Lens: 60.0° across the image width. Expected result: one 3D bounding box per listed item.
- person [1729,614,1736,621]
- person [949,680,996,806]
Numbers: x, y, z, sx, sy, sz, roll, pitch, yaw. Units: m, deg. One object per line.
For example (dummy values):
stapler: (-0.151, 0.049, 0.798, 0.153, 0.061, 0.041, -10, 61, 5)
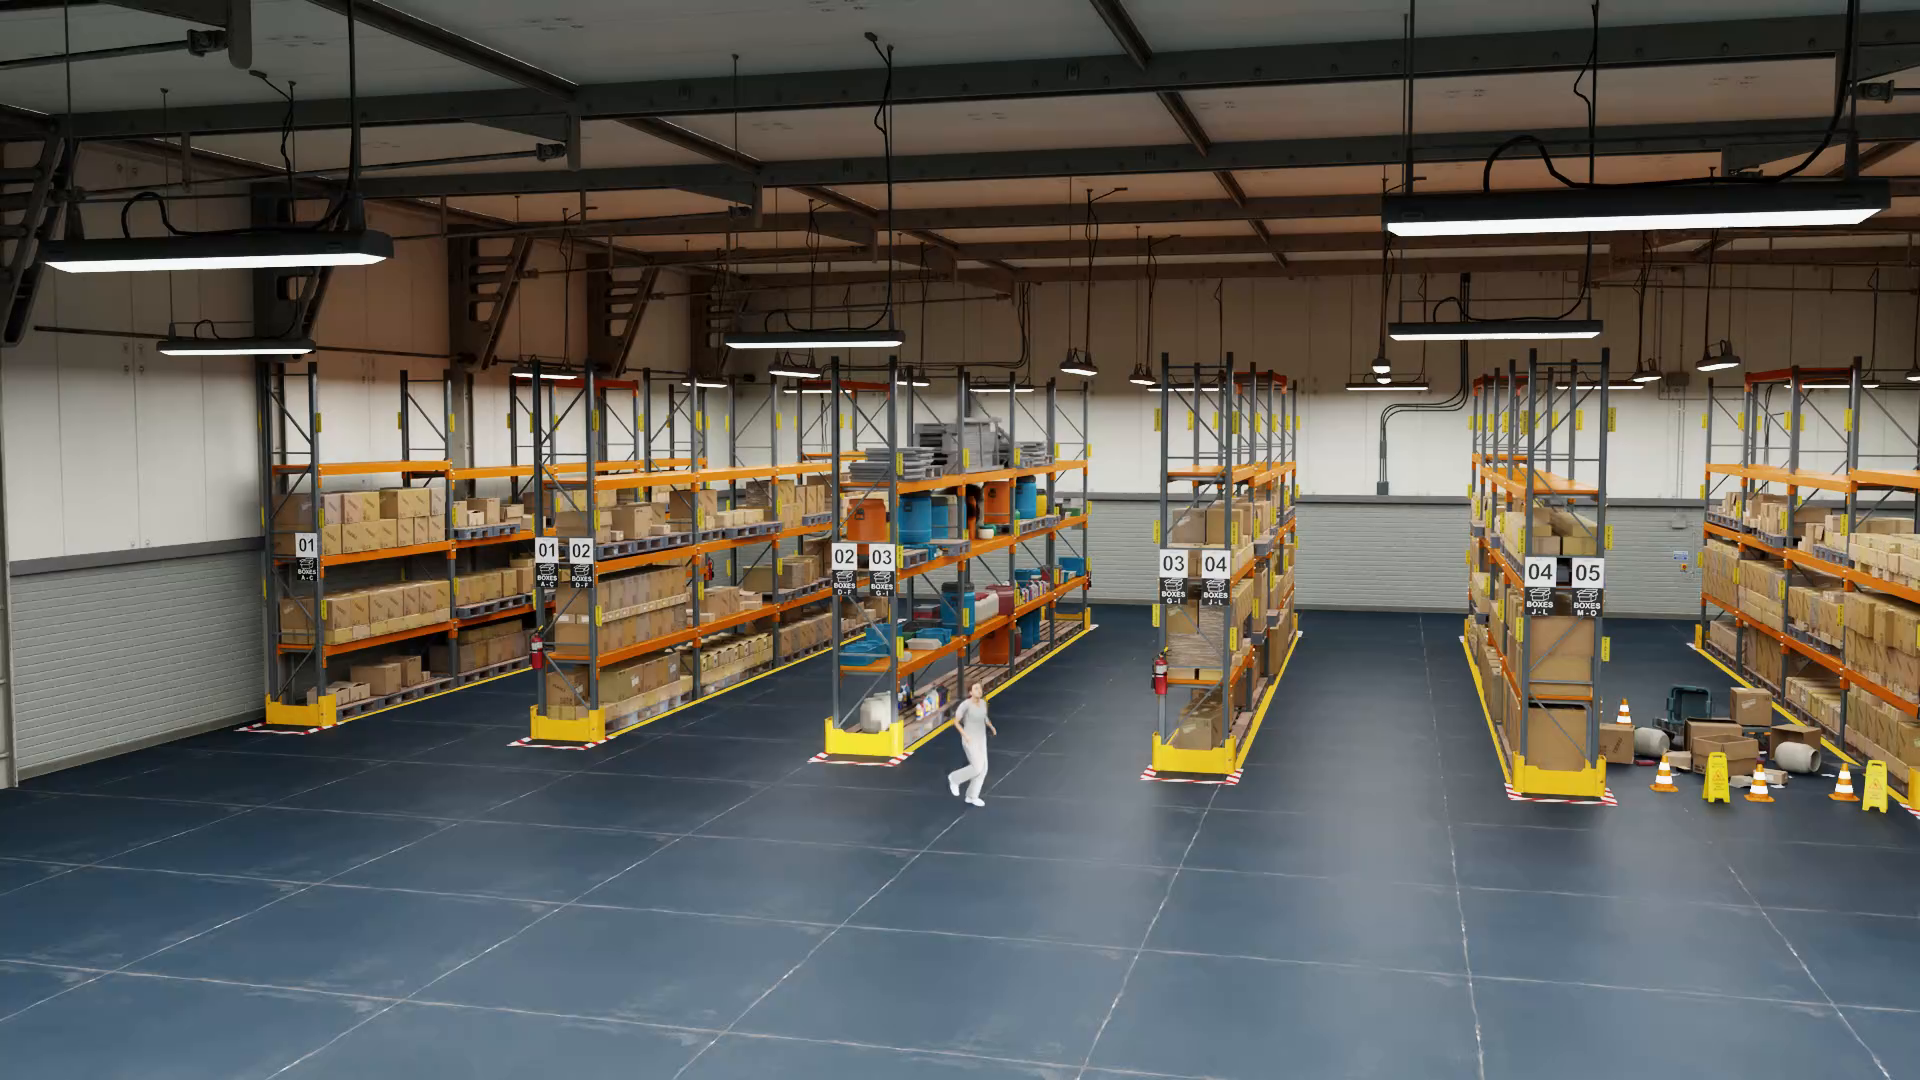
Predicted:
person: (17.818, 1.538, 38.041, 0.484, 1.564, 0.768, 3, 5, 37)
person: (0.179, 2.655, 21.898, 0.560, 1.639, 0.605, -4, 6, -44)
